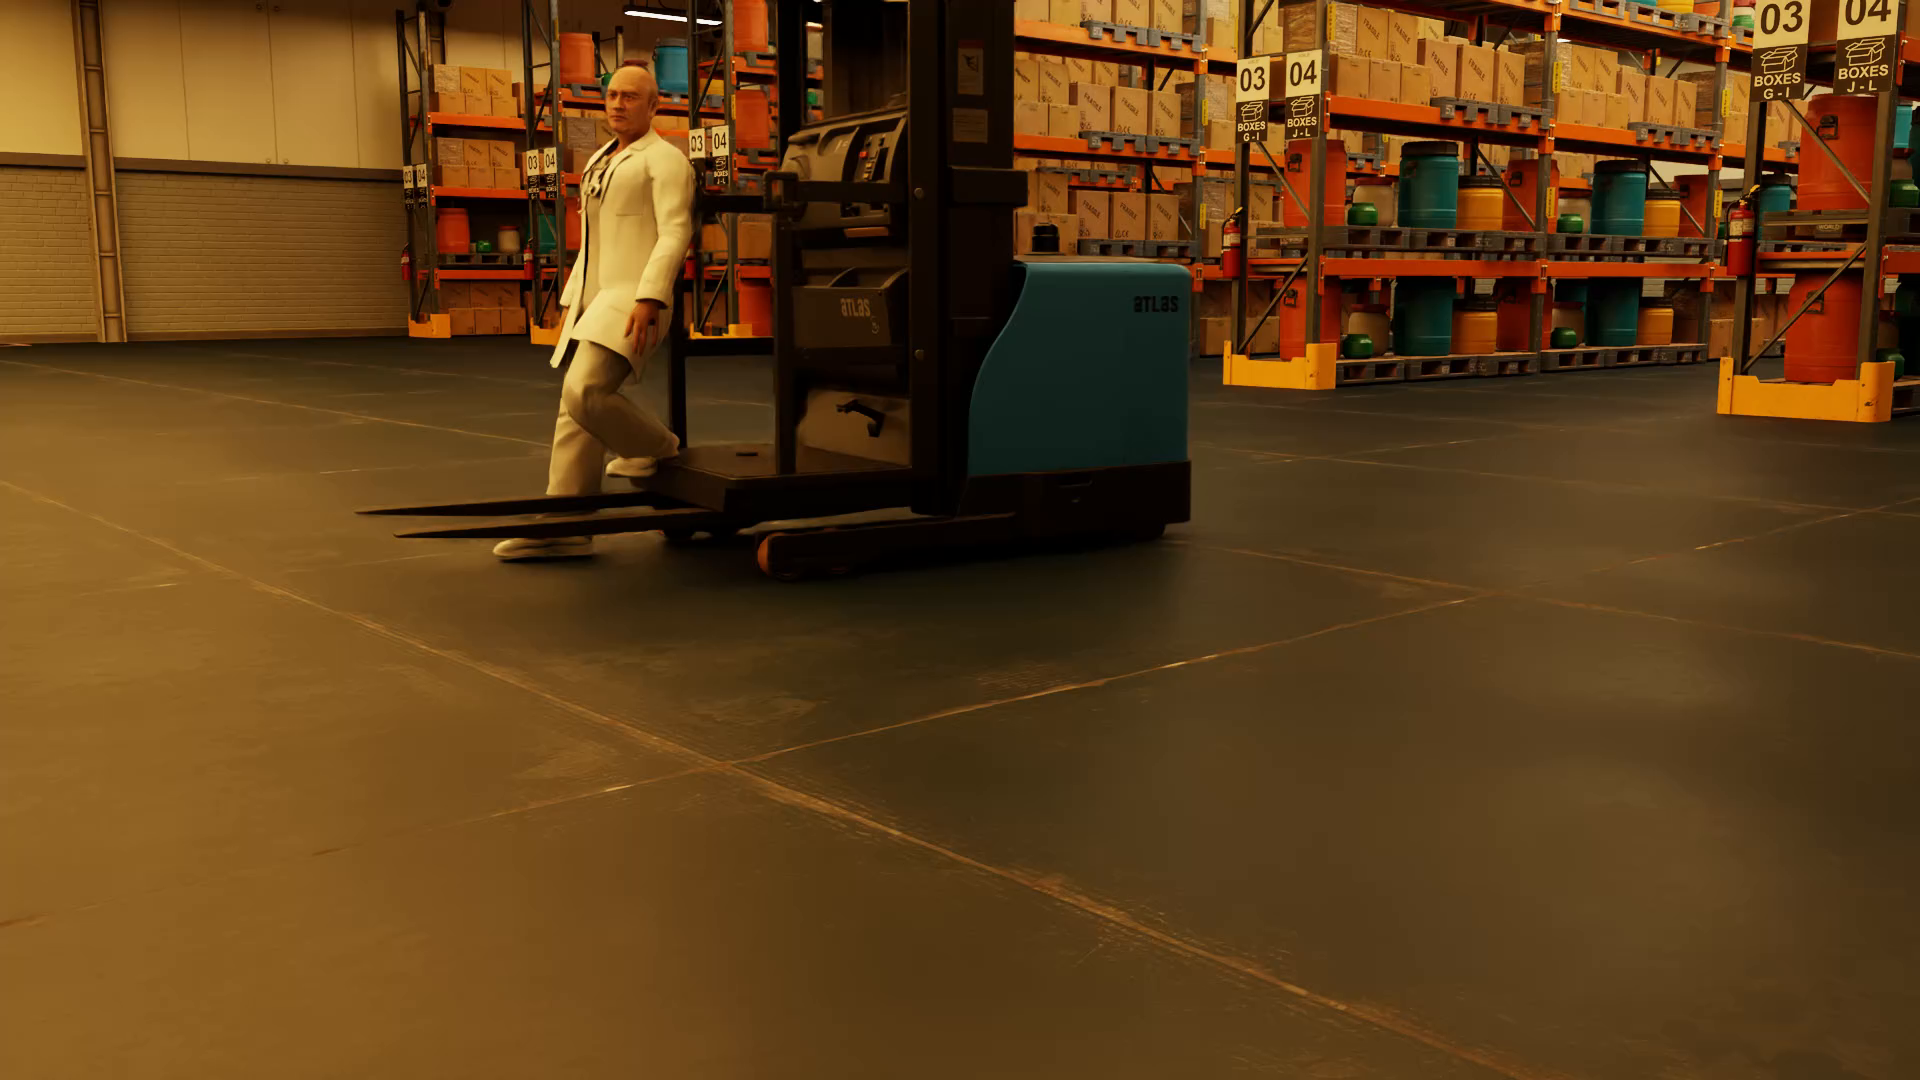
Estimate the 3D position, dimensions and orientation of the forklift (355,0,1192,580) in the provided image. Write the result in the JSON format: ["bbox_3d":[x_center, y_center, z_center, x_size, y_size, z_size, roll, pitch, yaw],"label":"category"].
[{"bbox_3d":[-0.617,-1.404,6.026,3.031,2.935,1.130,-5,10,-30],"label":"forklift"}]

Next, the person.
[{"bbox_3d":[-1.299,-0.802,5.953,0.661,1.764,0.757,-9,12,-44],"label":"person"}]
